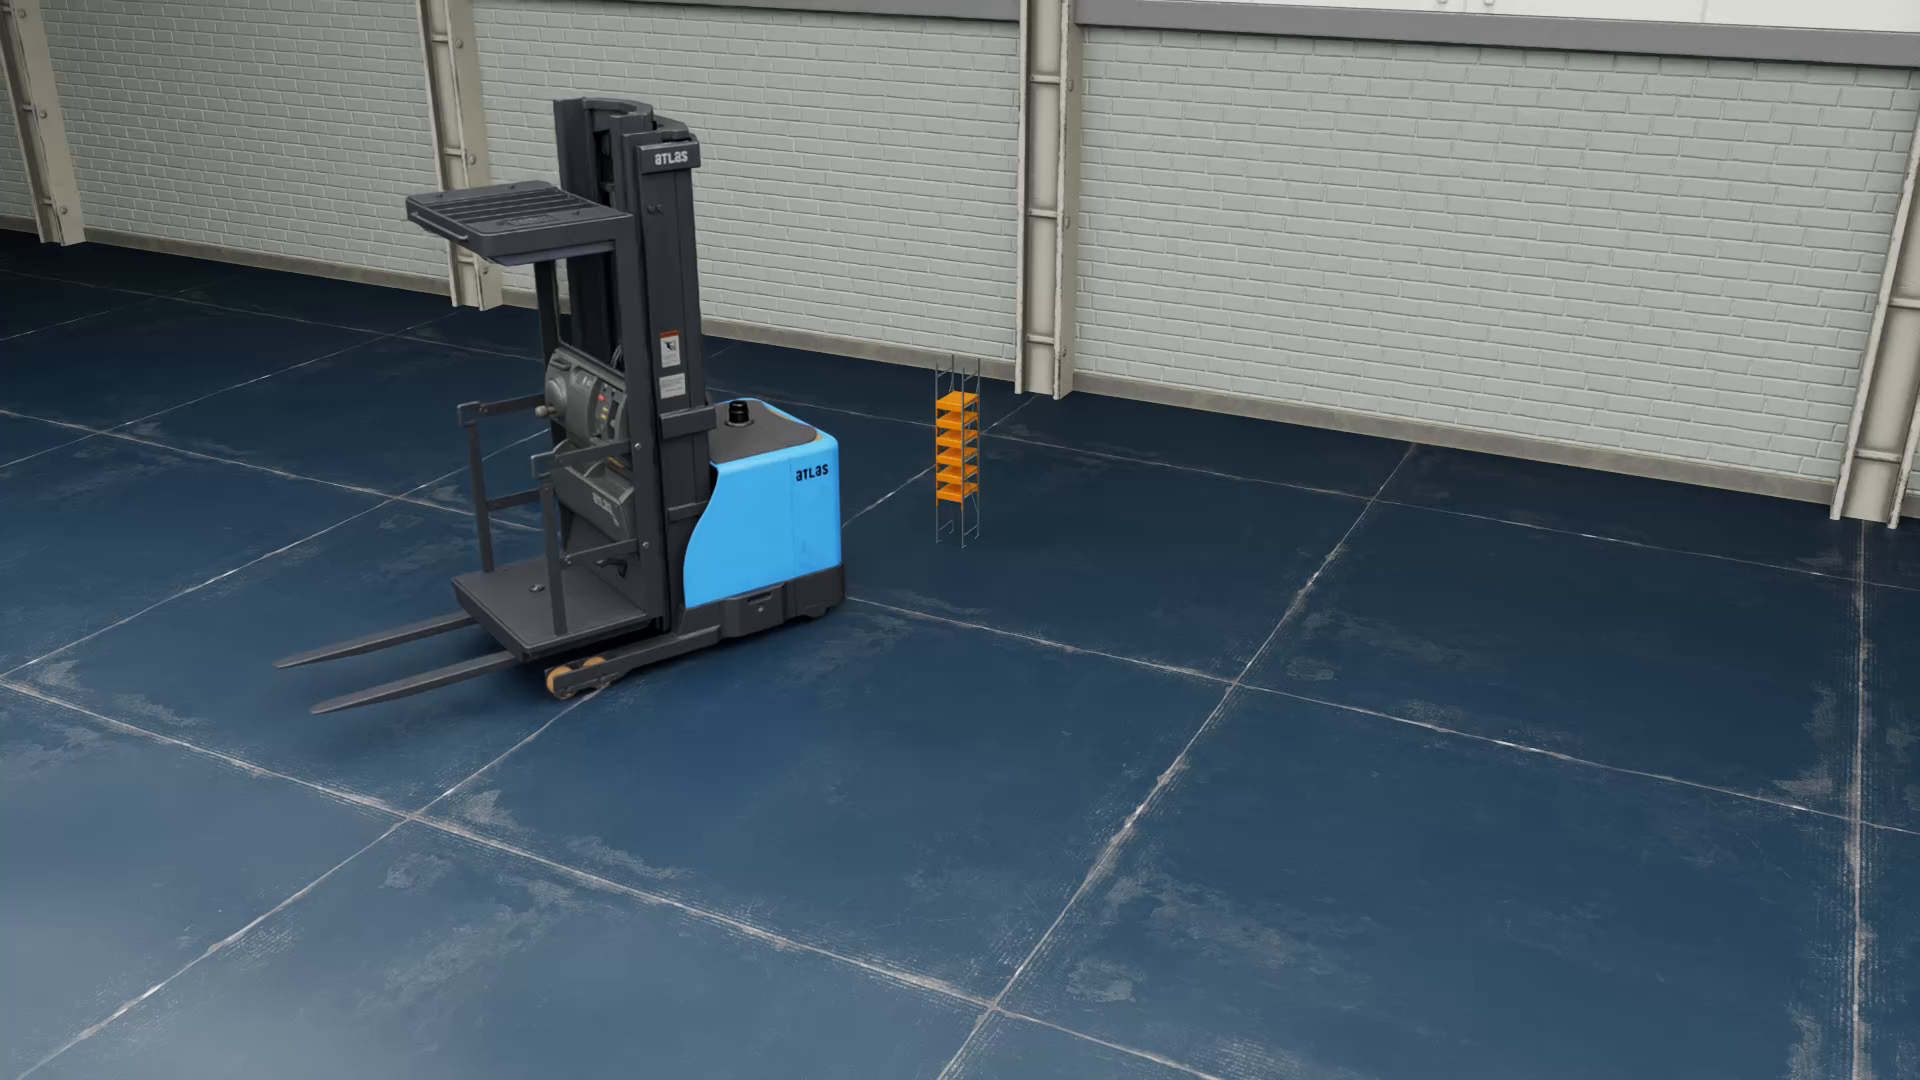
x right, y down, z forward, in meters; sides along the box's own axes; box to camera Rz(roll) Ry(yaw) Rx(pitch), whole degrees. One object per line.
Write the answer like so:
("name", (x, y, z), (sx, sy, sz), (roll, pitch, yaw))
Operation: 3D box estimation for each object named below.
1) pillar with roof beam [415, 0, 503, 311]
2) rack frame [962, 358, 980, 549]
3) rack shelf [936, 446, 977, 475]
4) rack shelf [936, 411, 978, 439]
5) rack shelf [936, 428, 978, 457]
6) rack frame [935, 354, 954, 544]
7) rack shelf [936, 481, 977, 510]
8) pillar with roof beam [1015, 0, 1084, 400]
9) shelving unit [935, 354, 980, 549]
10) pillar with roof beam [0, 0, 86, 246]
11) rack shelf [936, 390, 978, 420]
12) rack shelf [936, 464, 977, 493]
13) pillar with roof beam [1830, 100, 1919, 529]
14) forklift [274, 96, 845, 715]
("pillar with roof beam", (-6.607, -4.918, 10.815), (0.400, 9.000, 9.100), (11, 25, 25))
("rack frame", (0.069, -0.539, 10.483), (0.006, 1.200, 0.240), (11, 25, 25))
("rack shelf", (-0.013, -0.514, 10.539), (0.180, 0.103, 0.258), (11, 25, 25))
("rack shelf", (-0.013, -0.735, 10.445), (0.180, 0.103, 0.258), (11, 25, 25))
("rack shelf", (-0.013, -0.624, 10.492), (0.180, 0.103, 0.258), (11, 25, 25))
("rack frame", (-0.095, -0.571, 10.559), (0.006, 1.200, 0.240), (11, 25, 25))
("rack shelf", (-0.013, -0.293, 10.633), (0.180, 0.103, 0.258), (11, 25, 25))
("pillar with roof beam", (-1.252, -3.858, 8.323), (0.400, 9.000, 9.100), (11, 25, 25))
("shelving unit", (-0.013, -0.555, 10.521), (0.189, 1.200, 0.258), (11, 25, 25))
("pillar with roof beam", (-11.961, -5.977, 13.306), (0.400, 9.000, 9.100), (11, 25, 25))
("rack shelf", (-0.013, -0.845, 10.398), (0.180, 0.103, 0.258), (11, 25, 25))
("rack shelf", (-0.013, -0.403, 10.586), (0.180, 0.103, 0.258), (11, 25, 25))
("pillar with roof beam", (4.103, -2.799, 5.832), (0.400, 9.000, 9.100), (11, 25, 25))
("forklift", (-2.162, -0.745, 8.757), (3.031, 2.935, 1.130), (-16, 28, -33))
